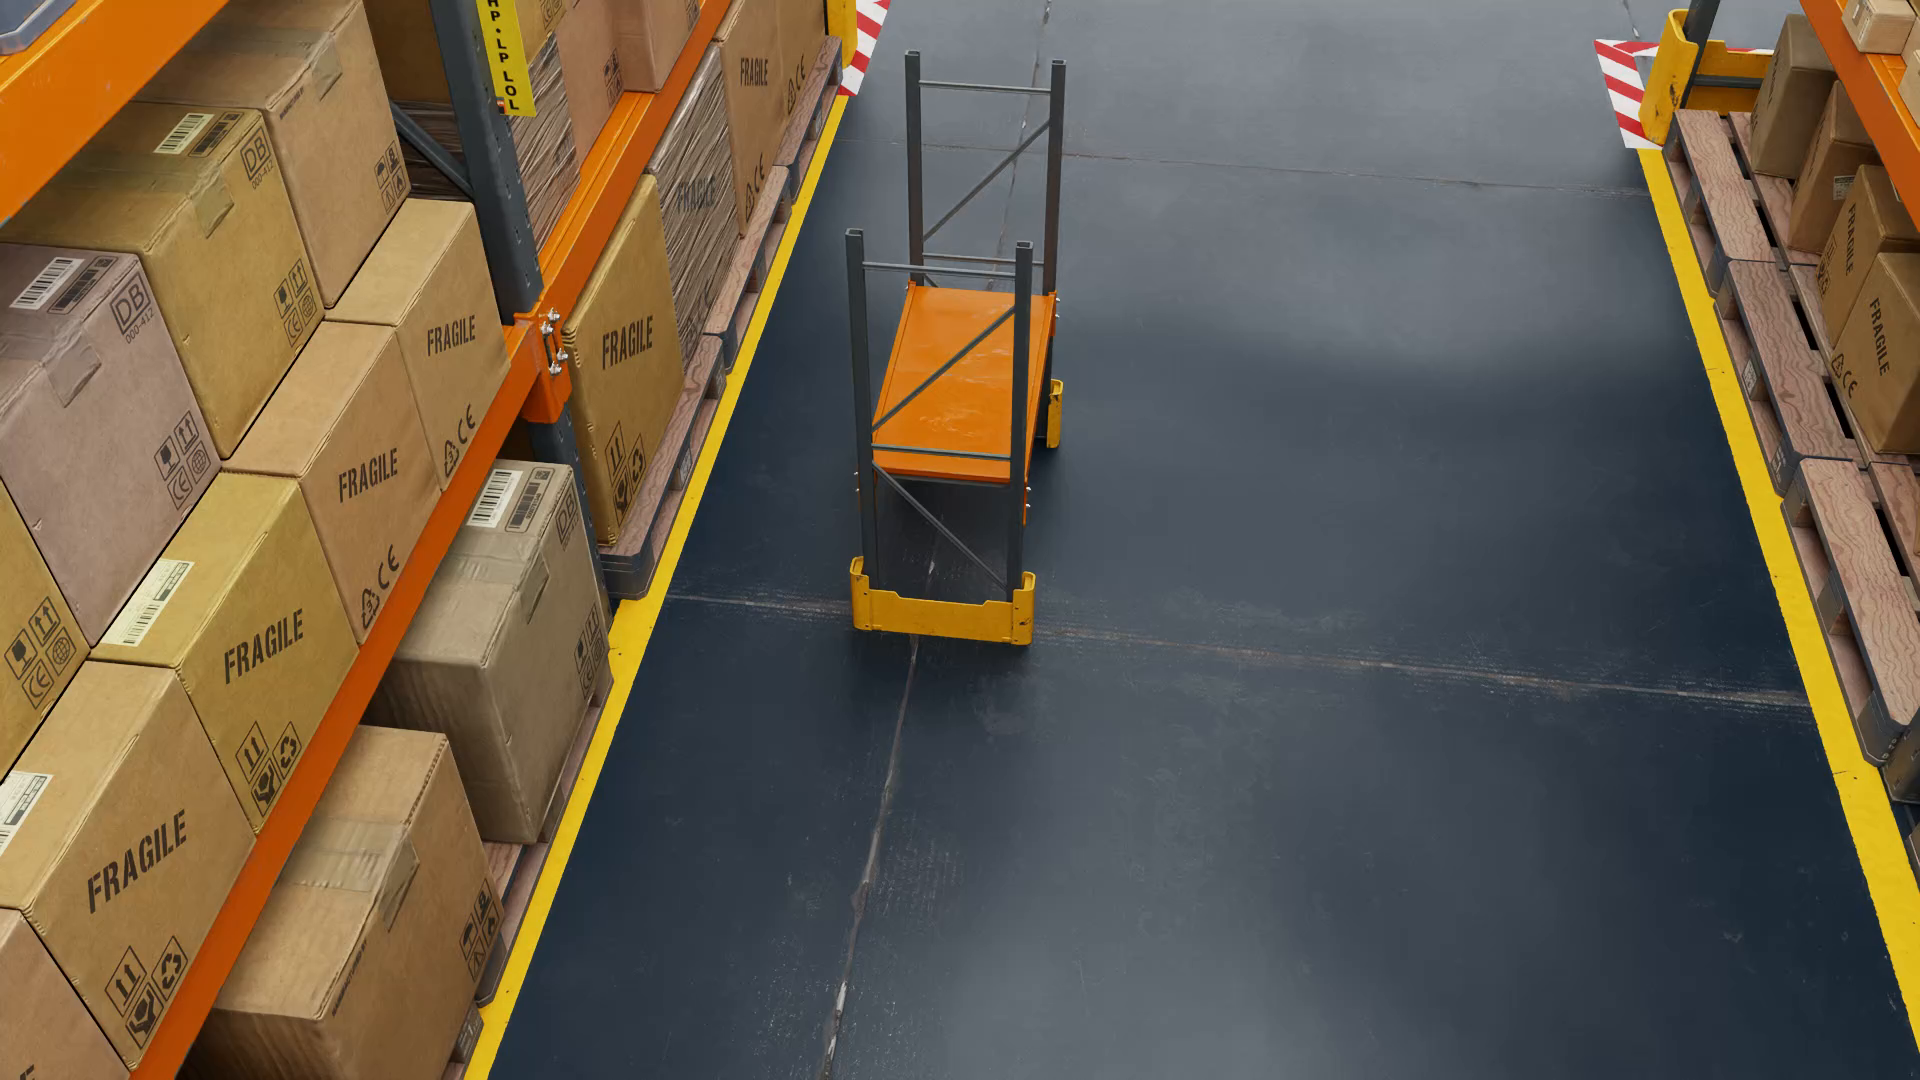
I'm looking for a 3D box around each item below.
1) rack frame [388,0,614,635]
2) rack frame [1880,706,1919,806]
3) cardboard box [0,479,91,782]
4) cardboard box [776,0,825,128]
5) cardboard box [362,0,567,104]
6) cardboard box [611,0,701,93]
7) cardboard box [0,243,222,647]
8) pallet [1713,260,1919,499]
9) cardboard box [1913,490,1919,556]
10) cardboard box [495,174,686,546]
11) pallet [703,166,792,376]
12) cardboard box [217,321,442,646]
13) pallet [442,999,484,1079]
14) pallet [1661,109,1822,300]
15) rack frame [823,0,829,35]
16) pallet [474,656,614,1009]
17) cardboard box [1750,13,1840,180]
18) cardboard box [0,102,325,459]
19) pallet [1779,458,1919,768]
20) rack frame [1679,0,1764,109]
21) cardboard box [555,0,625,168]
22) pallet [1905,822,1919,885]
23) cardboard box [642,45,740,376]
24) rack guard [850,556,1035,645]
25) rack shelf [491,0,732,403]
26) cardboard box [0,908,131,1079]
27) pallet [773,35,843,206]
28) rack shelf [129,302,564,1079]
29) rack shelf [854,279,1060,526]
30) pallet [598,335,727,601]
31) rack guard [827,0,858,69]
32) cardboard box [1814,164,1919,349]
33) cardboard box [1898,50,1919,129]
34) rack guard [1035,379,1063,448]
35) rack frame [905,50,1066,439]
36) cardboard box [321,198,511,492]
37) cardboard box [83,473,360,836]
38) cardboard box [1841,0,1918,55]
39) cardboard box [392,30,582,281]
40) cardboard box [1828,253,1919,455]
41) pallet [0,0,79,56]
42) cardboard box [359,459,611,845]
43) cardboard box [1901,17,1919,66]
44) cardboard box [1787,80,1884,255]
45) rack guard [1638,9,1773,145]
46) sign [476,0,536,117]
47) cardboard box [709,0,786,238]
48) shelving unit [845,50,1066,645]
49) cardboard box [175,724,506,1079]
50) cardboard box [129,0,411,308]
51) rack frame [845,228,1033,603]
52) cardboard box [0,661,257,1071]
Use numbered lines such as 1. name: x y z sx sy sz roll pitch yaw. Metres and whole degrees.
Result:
1. rack frame: -1.642 -0.826 4.441 1.000 3.000 0.127 5 44 6
2. rack frame: 3.261 -0.307 3.892 1.000 3.000 0.127 5 44 6
3. cardboard box: -1.903 0.152 2.608 0.700 0.500 0.500 5 44 5
4. cardboard box: -1.137 -2.465 7.412 0.875 0.875 0.875 5 44 6
5. cardboard box: -1.559 -1.521 4.280 0.875 0.550 0.550 5 44 6
6. cardboard box: -1.366 -1.868 5.432 0.875 0.550 0.550 5 44 6
7. cardboard box: -1.835 -0.192 2.971 0.700 0.500 0.500 6 44 6
8. pallet: 3.474 -0.589 6.218 1.003 0.211 1.213 5 44 6
9. cardboard box: 3.422 -0.211 5.304 0.500 0.500 0.500 19 46 19
10. cardboard box: -1.489 -0.630 5.473 0.875 0.875 0.875 6 44 6
11. pallet: -1.305 -1.159 6.820 1.003 0.211 1.213 5 44 6
12. cardboard box: -1.513 -0.138 3.642 0.500 0.500 0.500 5 44 5
13. pallet: -1.828 1.553 3.957 1.003 0.211 1.213 5 44 6
14. pallet: 3.638 -1.418 7.094 1.003 0.211 1.213 5 44 6
15. rack frame: -1.113 -3.552 7.320 1.000 3.000 0.127 5 44 6
16. pallet: -1.669 0.719 4.837 1.003 0.211 1.213 5 44 6
17. cardboard box: 3.691 -1.853 7.038 0.500 0.500 0.500 13 45 13
18. cardboard box: -1.768 -0.536 3.335 0.700 0.500 0.500 5 44 5
19. pallet: 3.315 0.245 5.338 1.003 0.211 1.213 5 44 6
20. rack frame: 3.790 -3.033 6.771 1.000 3.000 0.127 5 44 6
21. cardboard box: -1.555 -1.510 5.054 0.875 0.550 0.550 5 44 6
22. pallet: 3.160 1.237 4.290 1.003 0.211 1.213 5 44 6
23. cardboard box: -1.374 -1.244 6.122 0.875 0.875 0.875 6 44 6
24. rack guard: -0.056 0.197 5.360 0.587 0.250 0.087 5 44 6
25. rack shelf: -1.377 -1.928 6.128 1.077 0.370 4.000 5 44 6
26. cardboard box: -1.712 0.892 2.554 0.500 0.500 0.500 5 44 5
27. pallet: -1.141 -1.988 7.696 1.003 0.211 1.213 5 44 6
28. rack shelf: -1.906 0.798 3.249 1.077 0.370 4.000 5 44 6
29. rack shelf: 0.011 -0.472 5.419 0.538 0.185 1.000 5 44 6
30. pallet: -1.464 -0.325 5.940 1.003 0.211 1.213 5 44 6
31. rack guard: -1.110 -2.661 8.197 1.175 0.500 0.348 5 44 6
32. cardboard box: 3.544 -1.018 6.156 0.500 0.500 0.500 9 44 9
33. cardboard box: 3.211 -1.410 5.240 0.380 0.149 0.250 5 44 6
34. rack guard: 0.076 -0.482 6.077 0.587 0.250 0.087 5 44 6
35. rack frame: 0.078 -0.949 5.662 0.500 1.500 0.032 5 44 6
36. cardboard box: -1.446 -0.483 4.005 0.500 0.500 0.500 5 44 5
37. cardboard box: -1.579 0.206 3.278 0.500 0.500 0.500 6 44 6
38. cardboard box: 3.222 -1.755 5.605 0.380 0.149 0.250 5 44 6
39. cardboard box: -1.605 -1.133 4.656 0.875 0.550 0.550 5 44 6
40. cardboard box: 3.426 -0.642 5.759 0.500 0.500 0.500 2 43 2
41. pallet: -1.714 -1.217 2.811 0.805 0.209 1.217 4 44 4
42. cardboard box: -1.635 0.269 4.615 1.050 0.750 0.750 5 44 5
43. cardboard box: 3.320 -1.573 5.412 0.380 0.149 0.250 5 44 6
44. cardboard box: 3.646 -1.443 6.605 0.500 0.500 0.500 16 46 16
45. rack guard: 3.780 -2.073 7.576 1.175 0.500 0.348 5 44 6
46. sign: -1.103 -1.175 4.025 0.100 0.325 0.005 5 44 6
47. cardboard box: -1.251 -1.865 6.778 0.875 0.875 0.875 5 44 5
48. shelving unit: 0.010 -0.597 5.289 0.587 1.500 1.083 5 44 6
49. cardboard box: -1.766 0.926 3.921 1.050 0.750 0.750 5 44 6
50. cardboard box: -1.702 -0.887 3.705 0.700 0.500 0.500 5 44 5
51. rack frame: -0.056 -0.256 4.930 0.500 1.500 0.032 5 44 6
52. cardboard box: -1.644 0.552 2.912 0.500 0.500 0.500 5 44 5
